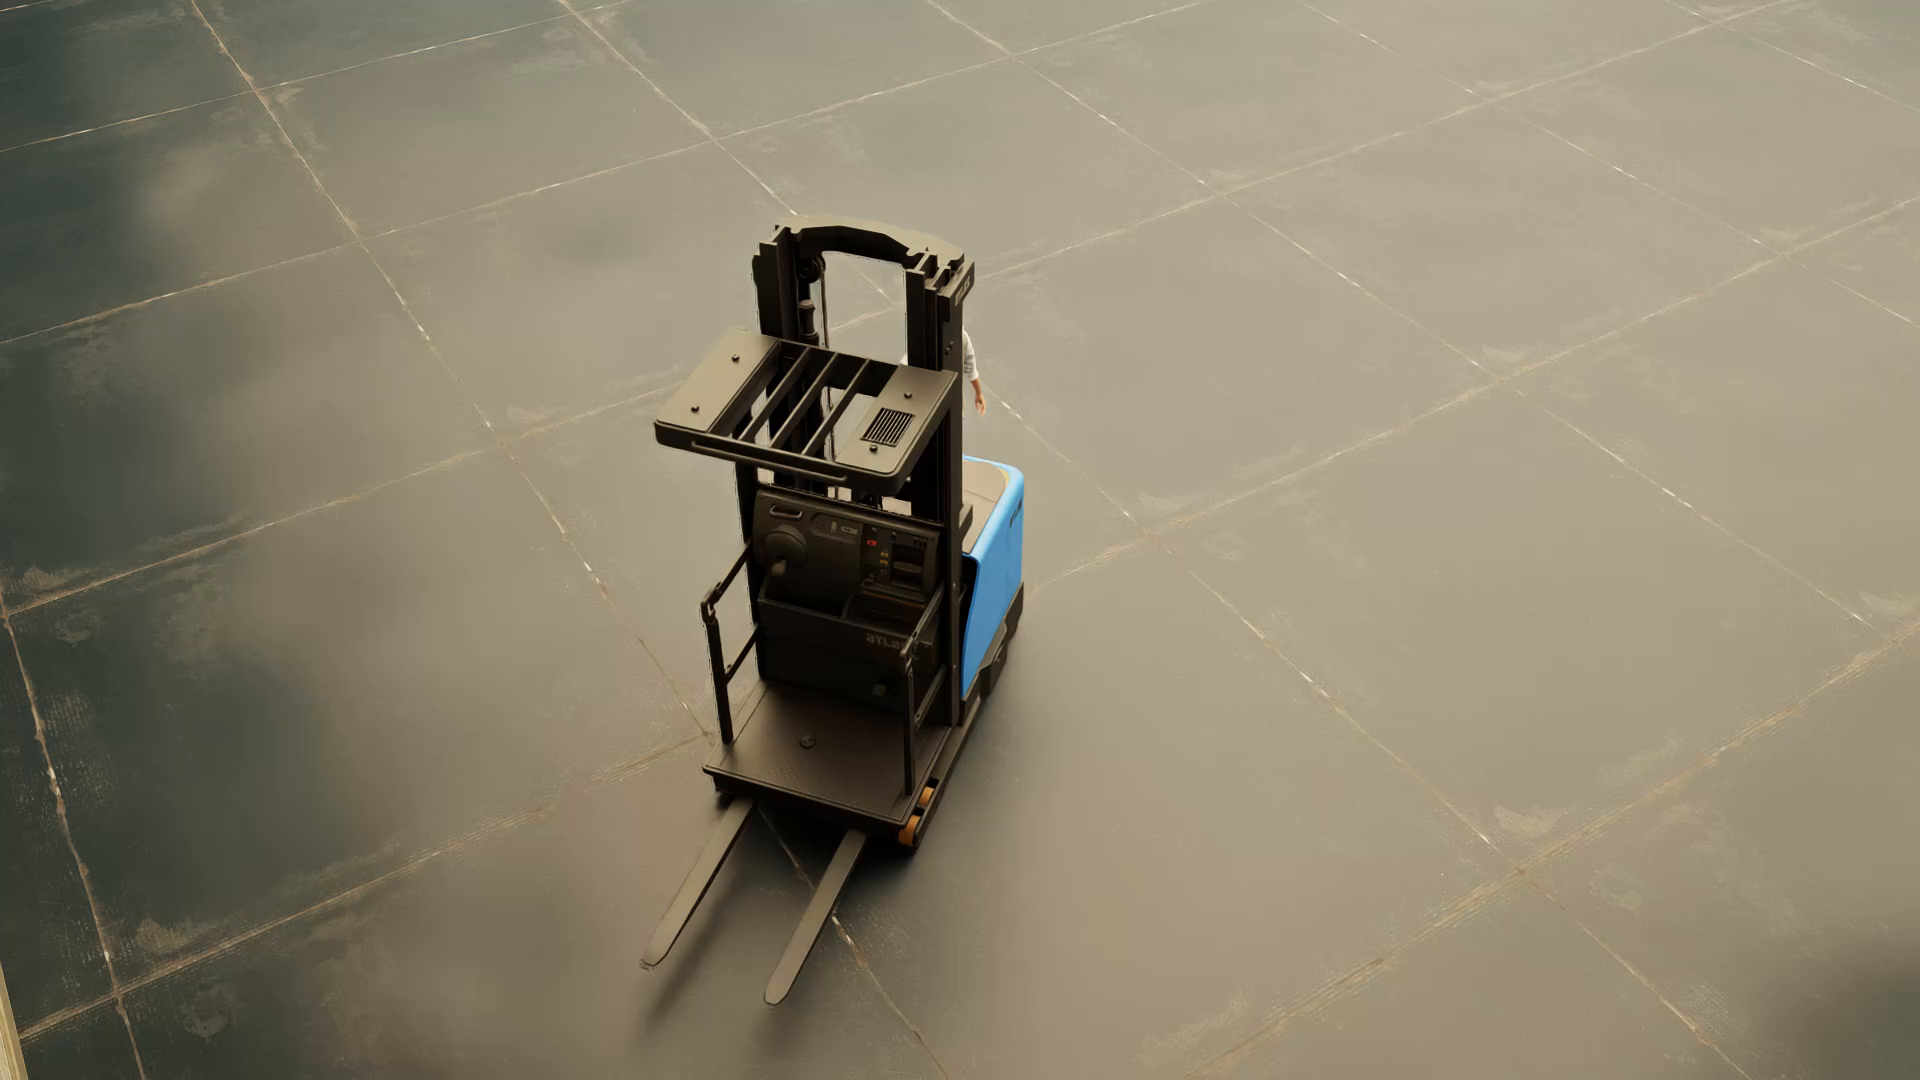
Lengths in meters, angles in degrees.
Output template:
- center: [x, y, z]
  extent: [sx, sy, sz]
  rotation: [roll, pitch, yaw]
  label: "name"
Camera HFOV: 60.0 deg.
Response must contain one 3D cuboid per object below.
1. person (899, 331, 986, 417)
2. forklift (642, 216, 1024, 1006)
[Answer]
- center: [-0.145, -0.813, 9.818]
  extent: [0.529, 1.529, 0.806]
  rotation: [-31, 50, -30]
  label: "person"
- center: [-0.618, 0.123, 7.730]
  extent: [1.130, 2.935, 3.031]
  rotation: [13, 43, 15]
  label: "forklift"
